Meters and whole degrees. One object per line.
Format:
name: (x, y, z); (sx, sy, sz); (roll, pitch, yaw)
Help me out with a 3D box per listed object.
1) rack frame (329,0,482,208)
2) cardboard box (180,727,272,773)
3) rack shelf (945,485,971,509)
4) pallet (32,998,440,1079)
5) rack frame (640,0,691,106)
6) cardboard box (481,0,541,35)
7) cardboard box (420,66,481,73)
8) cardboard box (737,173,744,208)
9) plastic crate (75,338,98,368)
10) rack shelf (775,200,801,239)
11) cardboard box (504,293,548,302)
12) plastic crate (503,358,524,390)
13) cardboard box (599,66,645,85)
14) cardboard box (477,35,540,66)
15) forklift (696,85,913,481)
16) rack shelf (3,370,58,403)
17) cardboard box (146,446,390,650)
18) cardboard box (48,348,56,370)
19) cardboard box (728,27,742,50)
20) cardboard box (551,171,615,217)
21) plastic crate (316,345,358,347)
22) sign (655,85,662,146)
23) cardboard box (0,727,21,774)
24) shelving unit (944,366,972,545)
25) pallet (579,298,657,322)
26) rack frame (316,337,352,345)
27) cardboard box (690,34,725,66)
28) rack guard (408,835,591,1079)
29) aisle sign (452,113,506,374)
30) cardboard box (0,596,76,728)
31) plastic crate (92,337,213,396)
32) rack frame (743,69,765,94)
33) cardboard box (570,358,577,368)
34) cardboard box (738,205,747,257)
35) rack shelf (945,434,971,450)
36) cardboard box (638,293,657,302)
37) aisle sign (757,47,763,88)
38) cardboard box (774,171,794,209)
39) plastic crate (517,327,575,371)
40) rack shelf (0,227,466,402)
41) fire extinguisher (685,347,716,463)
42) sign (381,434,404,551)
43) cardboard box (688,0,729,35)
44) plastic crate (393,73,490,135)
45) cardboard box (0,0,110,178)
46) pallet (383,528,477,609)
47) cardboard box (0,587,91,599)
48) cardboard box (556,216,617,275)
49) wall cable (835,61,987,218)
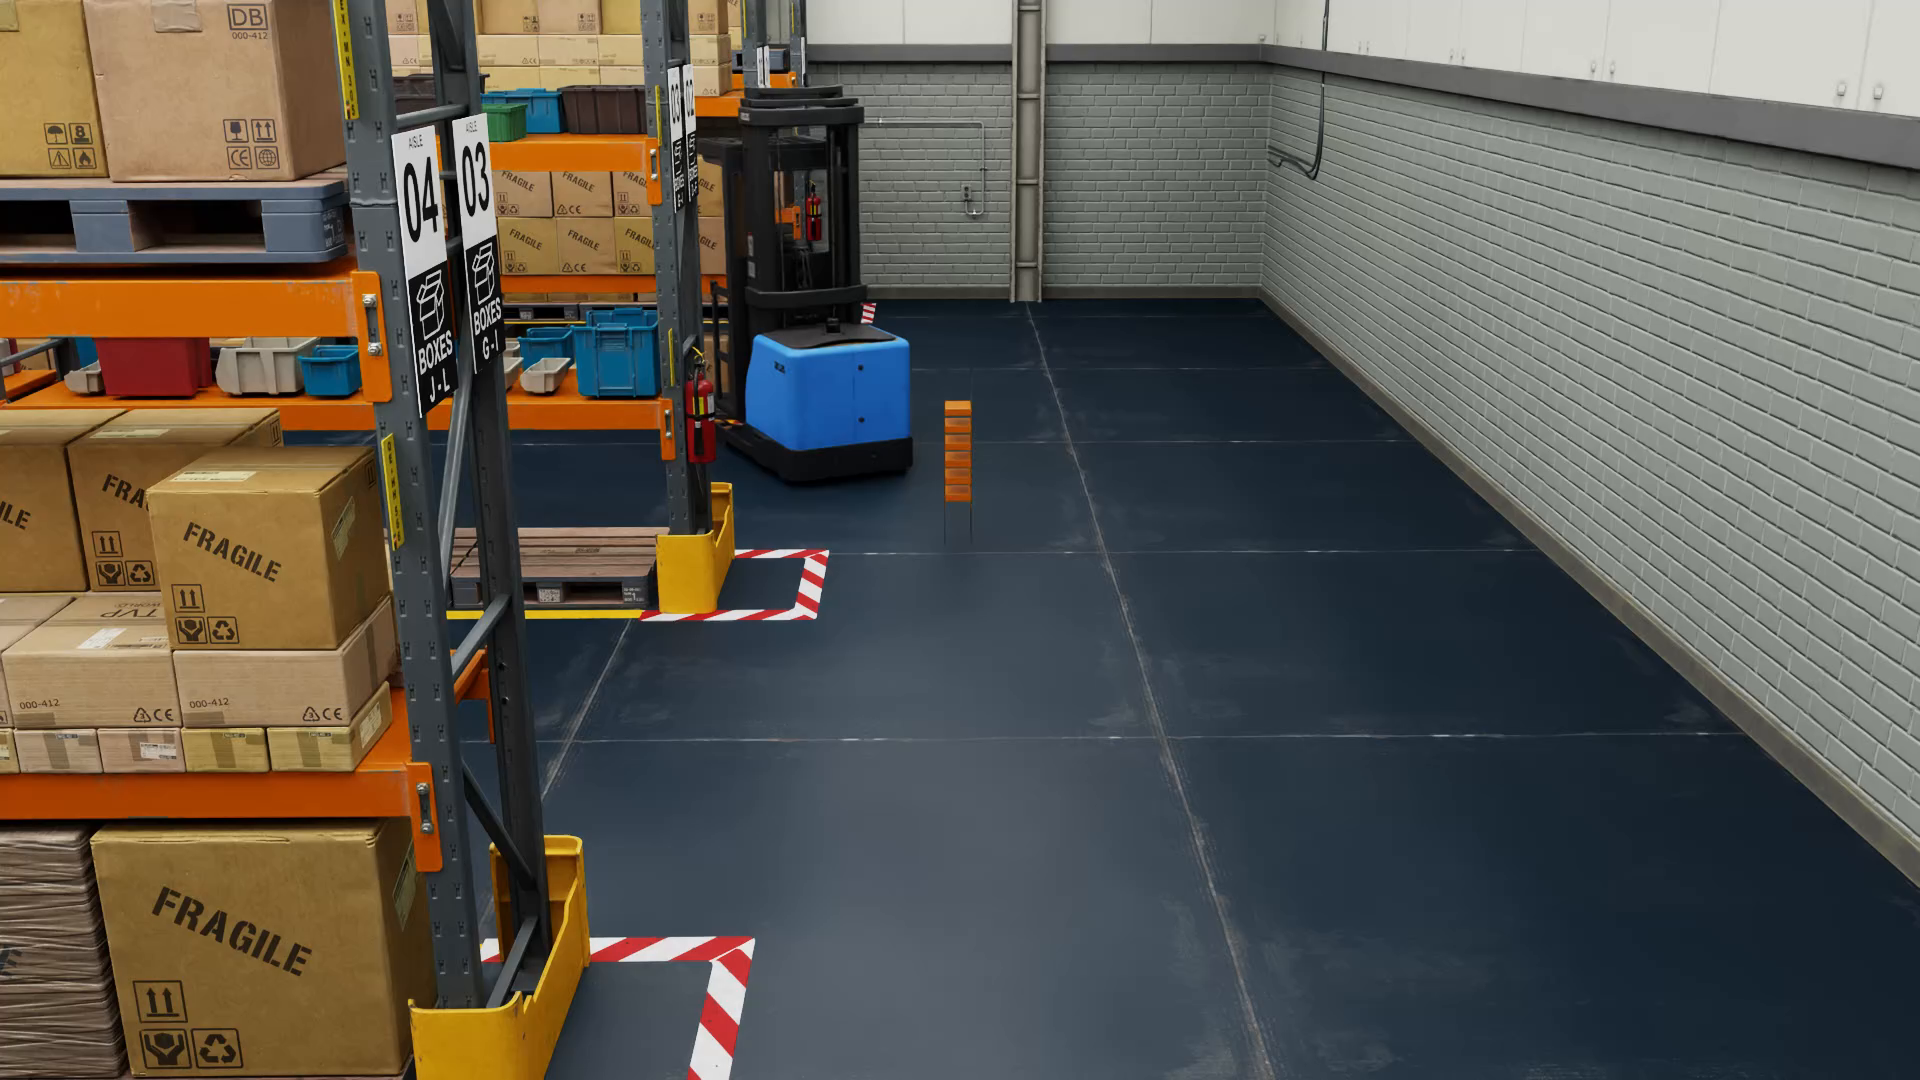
rack frame: (-1.624, -2.496, 4.596); (0.127, 3.000, 1.000); (0, 18, -1)
cardboard box: (-2.235, 0.584, 5.227); (0.250, 0.149, 0.380); (0, 18, 0)
rack shelf: (-0.014, -0.300, 11.451); (0.180, 0.103, 0.258); (0, 18, -1)
pallet: (-2.422, 1.716, 5.852); (1.213, 0.211, 1.003); (0, 18, -1)
rack frame: (-1.702, -4.009, 9.312); (0.127, 3.000, 1.000); (0, 18, -1)
cardboard box: (-3.791, -4.624, 14.340); (0.500, 0.500, 0.700); (0, 18, -1)
cardboard box: (-4.286, -3.932, 14.231); (0.500, 0.250, 0.500); (0, 18, -1)
cardboard box: (-2.225, -3.267, 15.021); (0.500, 0.500, 0.500); (0, 18, 1)
plastic crate: (-5.240, -1.260, 10.493); (0.575, 0.384, 0.392); (0, 18, -1)
rack shelf: (-3.859, -3.826, 19.741); (4.000, 0.370, 1.077); (0, 18, -1)
cardboard box: (-5.109, -3.141, 19.832); (0.500, 0.500, 0.700); (0, 18, 0)
plastic crate: (-2.805, -0.999, 10.084); (0.243, 0.136, 0.396); (0, 18, -1)
cardboard box: (-2.786, -3.940, 14.253); (0.500, 0.250, 0.500); (0, 18, -1)
cardboard box: (-3.786, -4.171, 14.157); (0.500, 0.250, 0.500); (0, 18, -1)
forklift: (-1.483, -2.249, 13.761); (1.130, 2.935, 3.031); (-9, 20, -25)
rack shelf: (-7.702, -0.781, 10.248); (4.000, 0.370, 1.077); (0, 18, -1)
cardboard box: (-2.107, 0.016, 5.118); (0.500, 0.500, 0.500); (0, 18, 0)
cardboard box: (-7.770, -1.570, 14.902); (0.500, 0.500, 0.500); (-1, 18, -3)
cardboard box: (-2.587, -5.698, 18.882); (0.500, 0.250, 0.500); (0, 18, 1)
cardboard box: (-3.241, -3.096, 14.487); (0.500, 0.500, 0.500); (0, 18, 1)
plastic crate: (-3.966, -1.136, 10.512); (0.466, 0.136, 0.293); (0, 18, -1)
sign: (-1.678, -2.363, 9.263); (0.005, 0.325, 0.100); (0, 18, -1)
cardboard box: (-2.996, 0.588, 5.215); (0.250, 0.149, 0.380); (-1, 18, -2)
shelving unit: (-0.014, -0.571, 11.364); (0.189, 1.200, 0.258); (0, 18, -1)
pallet: (-3.874, -2.817, 19.985); (1.213, 0.211, 1.003); (0, 18, -1)
rack frame: (-5.776, -2.646, 14.884); (0.127, 3.000, 1.000); (0, 18, -1)
cardboard box: (-2.286, -4.180, 14.182); (0.500, 0.250, 0.500); (0, 18, -1)
rack guard: (-1.600, 1.551, 5.895); (0.348, 0.500, 1.175); (0, 18, -1)
aisle sign: (-1.557, -0.969, 5.402); (0.004, 0.787, 0.394); (0, 18, -1)
cardboard box: (-3.121, 0.379, 5.215); (0.500, 0.250, 0.500); (-1, 18, -3)
plastic crate: (-4.805, -1.120, 9.924); (0.583, 0.464, 0.402); (0, 18, -1)
rack frame: (-1.777, -2.665, 14.944); (0.127, 3.000, 1.000); (0, 18, -1)
cardboard box: (-3.267, -1.492, 15.069); (0.500, 0.250, 0.500); (0, 18, -1)
cardboard box: (-2.225, -2.791, 15.173); (0.500, 0.500, 0.500); (0, 18, 0)
rack shelf: (-0.014, -0.643, 11.341); (0.180, 0.103, 0.258); (0, 18, -1)
cardboard box: (-3.560, -3.149, 19.857); (0.500, 0.500, 0.700); (-1, 18, -3)
aisle sign: (-1.704, -3.810, 14.257); (0.004, 0.787, 0.394); (0, 18, -1)
cardboard box: (-2.369, -4.315, 19.598); (0.700, 0.700, 0.980); (1, 18, 2)
plastic crate: (-2.613, -1.197, 10.545); (0.300, 0.233, 0.416); (0, 18, -1)
rack shelf: (-3.624, -0.715, 5.134); (4.000, 0.370, 1.077); (0, 18, -1)
fire extinguisher: (-1.544, -0.800, 9.867); (0.183, 0.674, 0.296); (0, 18, -1)
sign: (-1.630, -0.138, 4.783); (0.005, 0.325, 0.100); (0, 18, -1)
cardboard box: (-2.290, -4.610, 14.295); (0.500, 0.500, 0.700); (0, 18, -1)
plastic crate: (-3.234, -2.627, 10.018); (0.767, 0.338, 0.504); (0, 18, -1)
cardboard box: (-2.708, -1.378, 5.007); (0.500, 0.500, 0.700); (-1, 18, -3)
pallet: (-3.744, 0.173, 10.663); (1.213, 0.211, 1.003); (0, 18, -1)
cardboard box: (-3.131, 0.216, 5.722); (0.500, 0.250, 0.500); (-1, 18, -3)
cardboard box: (-3.238, -2.623, 14.650); (0.500, 0.500, 0.500); (0, 18, 0)
wall cable: (-0.593, -4.957, 20.425); (1.851, 1.984, 0.084); (0, 18, -1)
